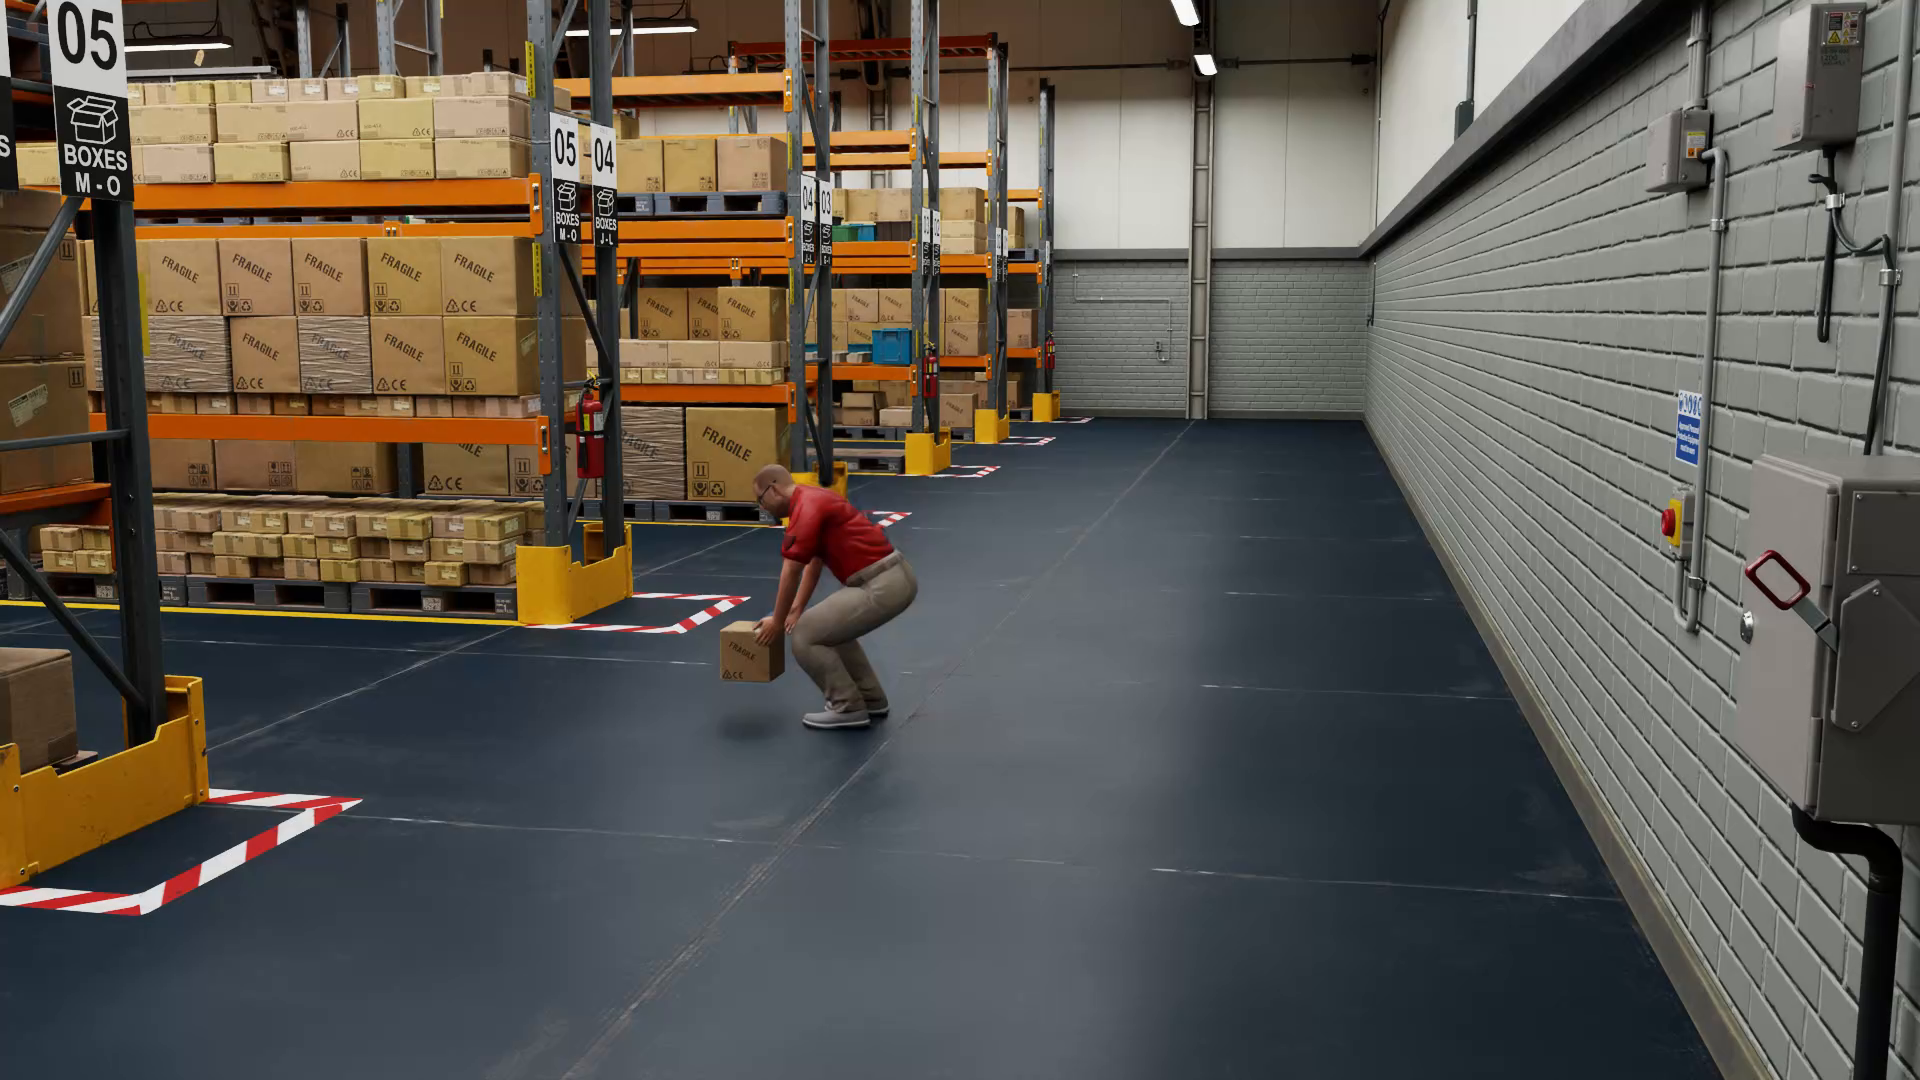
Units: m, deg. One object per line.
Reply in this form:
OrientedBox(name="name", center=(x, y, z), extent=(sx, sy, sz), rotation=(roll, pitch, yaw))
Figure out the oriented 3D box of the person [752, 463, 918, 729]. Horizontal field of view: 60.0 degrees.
OrientedBox(name="person", center=(-0.612, 0.264, 8.032), extent=(0.778, 1.263, 0.587), rotation=(2, 8, 11))
